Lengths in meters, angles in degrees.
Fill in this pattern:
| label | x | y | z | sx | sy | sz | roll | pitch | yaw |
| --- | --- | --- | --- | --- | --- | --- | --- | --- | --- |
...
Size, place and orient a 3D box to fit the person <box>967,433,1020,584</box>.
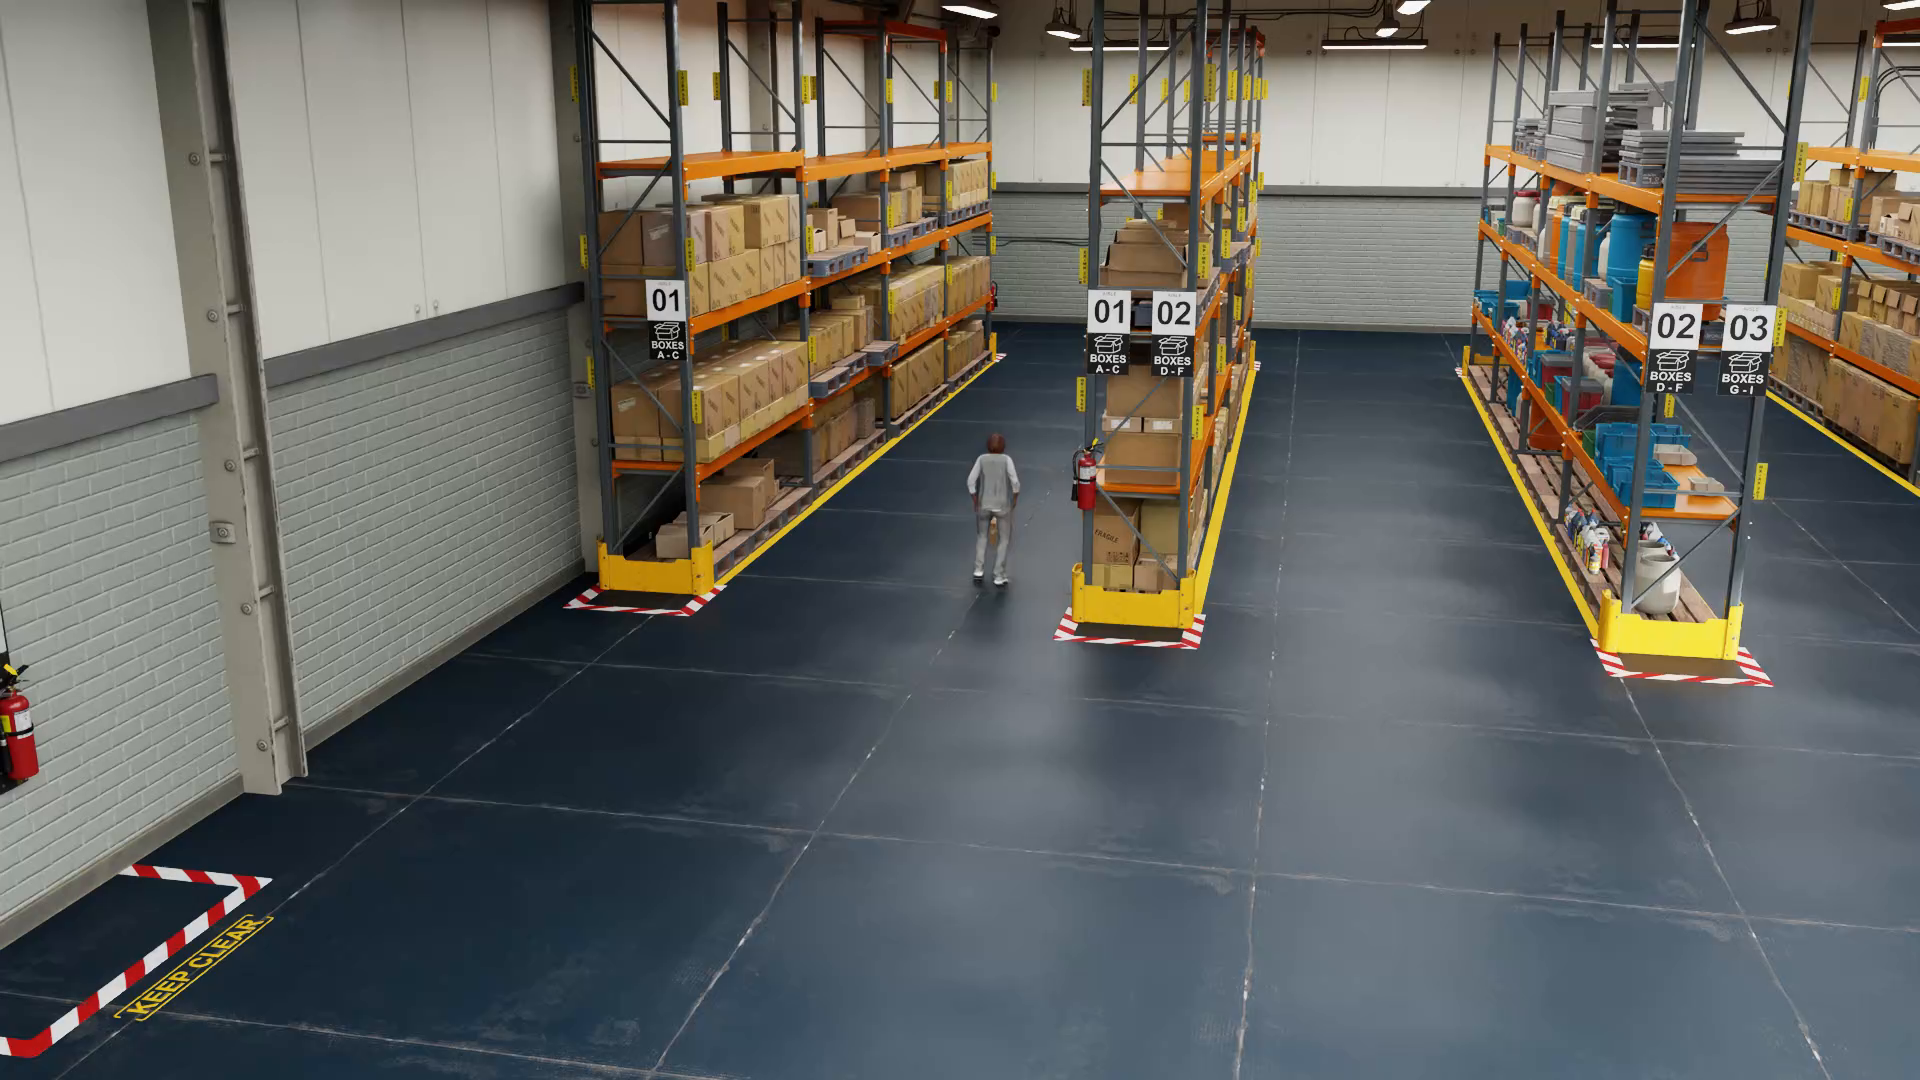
| label | x | y | z | sx | sy | sz | roll | pitch | yaw |
| --- | --- | --- | --- | --- | --- | --- | --- | --- | --- |
| person | 0.347 | -0.337 | 17.388 | 0.550 | 1.551 | 0.478 | 4 | 15 | 14 |
